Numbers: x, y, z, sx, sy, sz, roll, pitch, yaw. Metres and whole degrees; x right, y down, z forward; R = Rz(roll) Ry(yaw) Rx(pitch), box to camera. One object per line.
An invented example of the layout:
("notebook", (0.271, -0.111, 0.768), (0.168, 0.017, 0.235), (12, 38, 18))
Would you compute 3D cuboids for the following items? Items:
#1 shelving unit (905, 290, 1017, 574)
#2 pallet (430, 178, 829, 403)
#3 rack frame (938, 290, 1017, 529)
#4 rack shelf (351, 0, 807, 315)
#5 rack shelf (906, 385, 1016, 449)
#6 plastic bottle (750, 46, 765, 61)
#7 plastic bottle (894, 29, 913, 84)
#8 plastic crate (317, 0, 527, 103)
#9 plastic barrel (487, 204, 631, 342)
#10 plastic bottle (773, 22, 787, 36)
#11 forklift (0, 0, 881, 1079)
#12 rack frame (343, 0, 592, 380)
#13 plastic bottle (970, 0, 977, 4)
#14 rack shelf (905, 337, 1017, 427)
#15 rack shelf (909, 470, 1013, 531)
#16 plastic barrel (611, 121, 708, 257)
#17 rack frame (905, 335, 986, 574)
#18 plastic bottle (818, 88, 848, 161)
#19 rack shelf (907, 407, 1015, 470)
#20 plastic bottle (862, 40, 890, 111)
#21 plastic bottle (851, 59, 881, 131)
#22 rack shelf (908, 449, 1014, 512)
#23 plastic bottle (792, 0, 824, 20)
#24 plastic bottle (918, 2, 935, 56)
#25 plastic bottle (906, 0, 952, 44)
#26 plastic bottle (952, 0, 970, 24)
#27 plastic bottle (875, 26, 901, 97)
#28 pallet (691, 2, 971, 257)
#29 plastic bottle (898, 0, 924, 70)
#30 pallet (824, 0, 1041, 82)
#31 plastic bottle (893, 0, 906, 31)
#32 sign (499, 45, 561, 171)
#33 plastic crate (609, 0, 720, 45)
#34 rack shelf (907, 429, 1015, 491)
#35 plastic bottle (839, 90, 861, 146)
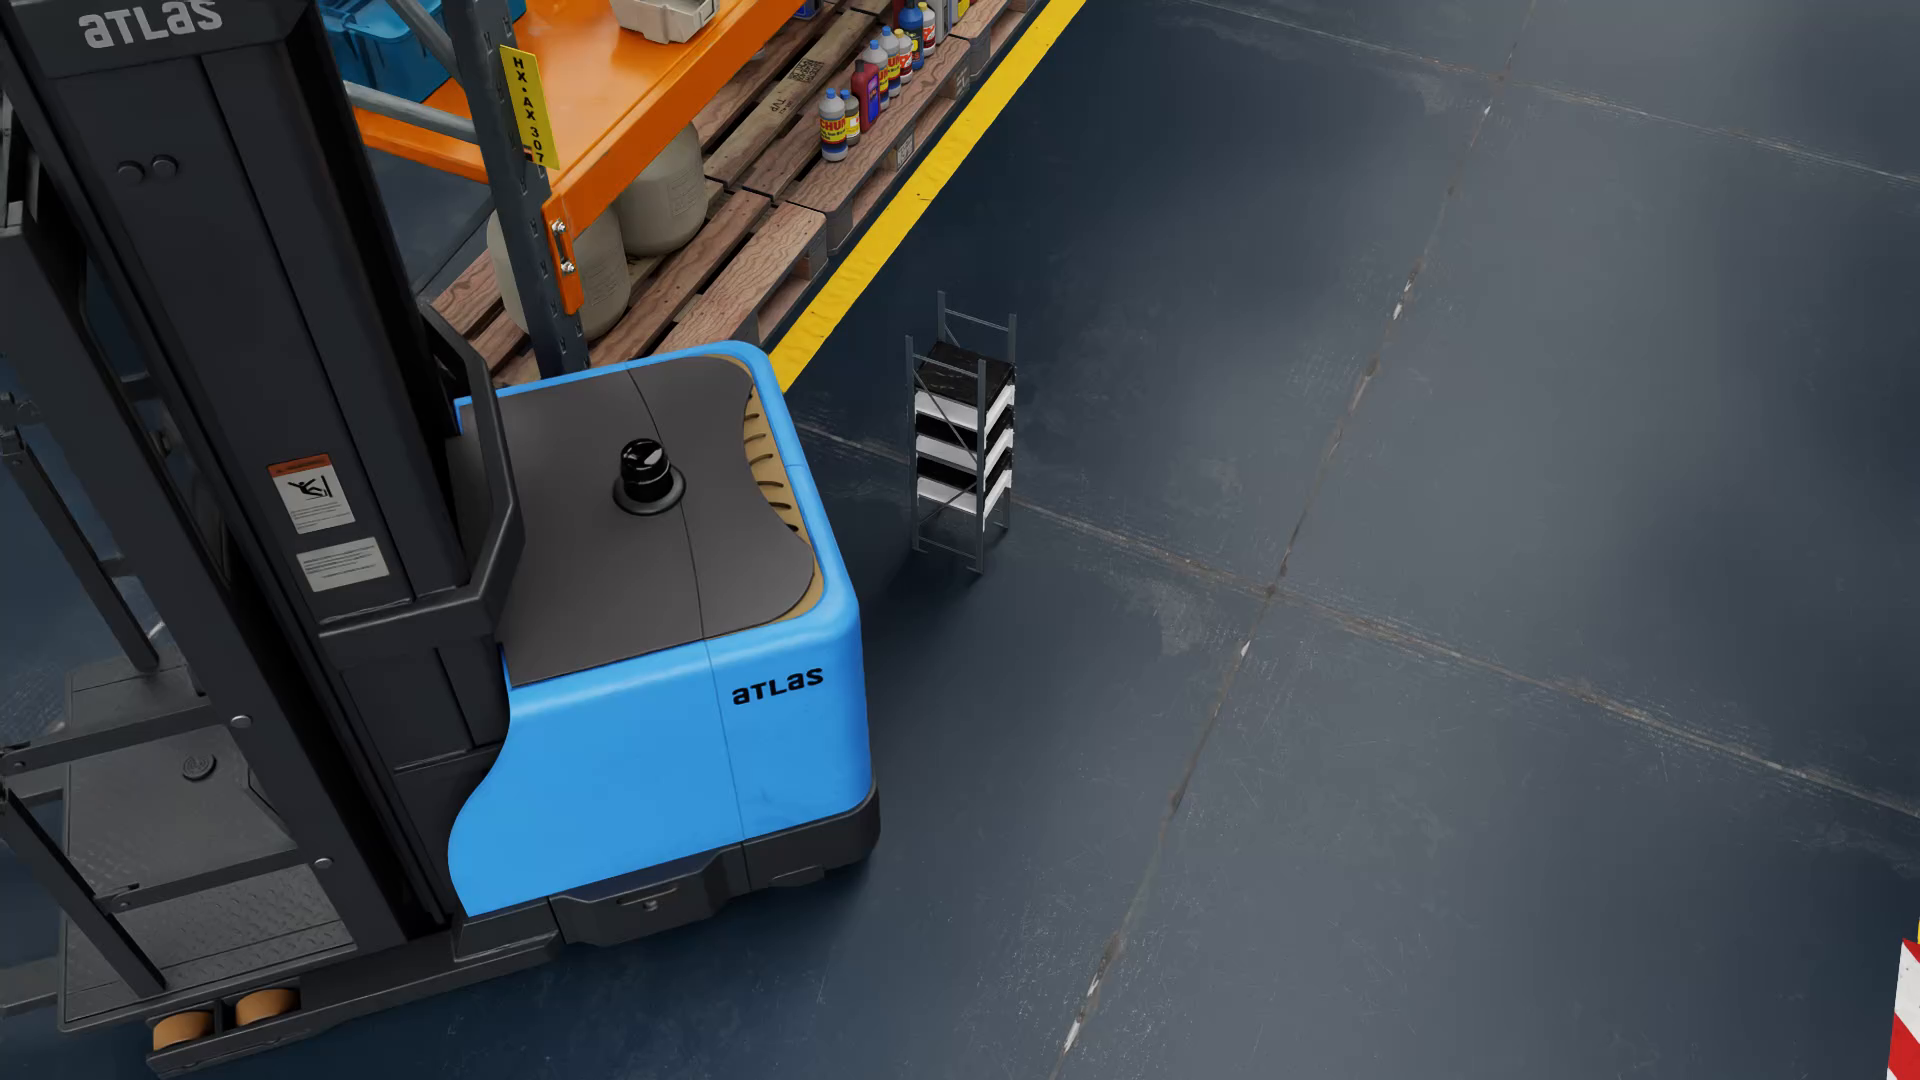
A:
("shelving unit", (0.003, -0.297, 4.912), (0.258, 0.900, 0.210), (20, 52, 16))
("pallet", (-1.180, -0.843, 5.829), (1.003, 0.211, 1.213), (20, 52, 16))
("rack frame", (0.047, -0.367, 4.972), (0.240, 0.900, 0.006), (20, 52, 16))
("rack shelf", (-0.667, -2.266, 5.681), (1.077, 0.370, 4.000), (20, 52, 16))
("rack shelf", (0.003, -0.392, 4.800), (0.258, 0.077, 0.200), (20, 52, 16))
("plastic bottle", (-0.821, -1.997, 6.528), (0.097, 0.201, 0.097), (0, 50, 0))
("plastic bottle", (-0.234, -1.877, 6.427), (0.097, 0.201, 0.097), (0, 50, 0))
("plastic crate", (-1.578, -1.515, 4.668), (0.499, 0.251, 0.616), (20, 52, 16))
("plastic barrel", (-1.310, -0.929, 5.429), (0.421, 0.512, 0.421), (0, 50, 0))
("plastic bottle", (-0.747, -2.131, 6.642), (0.097, 0.201, 0.097), (0, 50, 0))
("forklift", (-1.790, -0.090, 3.402), (3.031, 2.935, 1.130), (-14, 51, -12))
("rack frame", (-1.522, -1.122, 4.235), (1.000, 3.000, 0.127), (20, 52, 16))
("plastic bottle", (0.059, -2.343, 6.769), (0.061, 0.283, 0.133), (23, 53, 18))
("rack shelf", (0.003, -0.451, 4.732), (0.258, 0.077, 0.200), (20, 52, 16))
("rack shelf", (0.003, -0.159, 5.075), (0.258, 0.077, 0.200), (20, 52, 16))
("plastic barrel", (-1.096, -1.275, 5.723), (0.421, 0.512, 0.421), (0, 50, 0))
("rack frame", (-0.040, -0.227, 4.852), (0.240, 0.900, 0.006), (20, 52, 16))
("plastic bottle", (-0.465, -1.527, 6.082), (0.097, 0.271, 0.097), (0, 50, 0))
("rack shelf", (0.003, -0.334, 4.869), (0.258, 0.077, 0.200), (20, 52, 16))
("plastic bottle", (-0.319, -1.763, 6.283), (0.097, 0.271, 0.097), (0, 50, 0))
("plastic bottle", (-0.352, -1.681, 6.205), (0.061, 0.283, 0.133), (21, 53, 17))
("rack shelf", (0.003, -0.217, 5.006), (0.258, 0.077, 0.200), (20, 52, 16))
("plastic bottle", (-0.651, -2.261, 6.704), (0.152, 0.276, 0.135), (20, 52, 16))
("plastic bottle", (-0.146, -2.019, 6.547), (0.097, 0.201, 0.097), (0, 50, 0))
("plastic bottle", (-0.120, -2.133, 6.595), (0.152, 0.276, 0.135), (21, 53, 17))
("plastic bottle", (-0.047, -2.268, 6.661), (0.144, 0.351, 0.185), (19, 52, 16))
("plastic bottle", (-0.276, -1.832, 6.342), (0.097, 0.271, 0.097), (0, 50, 0))
("pallet", (-0.657, -1.680, 6.541), (1.003, 0.211, 1.213), (20, 52, 16))
("plastic bottle", (-0.190, -1.971, 6.461), (0.097, 0.271, 0.097), (0, 50, 0))
("pallet", (-0.138, -2.523, 7.259), (1.003, 0.211, 1.213), (20, 52, 16))
("plastic bottle", (-0.217, -2.170, 6.622), (0.061, 0.283, 0.133), (20, 52, 16))
("sign", (-1.026, -1.029, 3.975), (0.100, 0.325, 0.005), (20, 52, 16))
("plastic crate", (-0.849, -1.548, 4.770), (0.298, 0.136, 0.250), (20, 52, 16))
("rack shelf", (0.003, -0.276, 4.937), (0.258, 0.077, 0.200), (20, 52, 16))
("plastic bottle", (-0.421, -1.576, 6.170), (0.097, 0.201, 0.097), (0, 50, 0))
